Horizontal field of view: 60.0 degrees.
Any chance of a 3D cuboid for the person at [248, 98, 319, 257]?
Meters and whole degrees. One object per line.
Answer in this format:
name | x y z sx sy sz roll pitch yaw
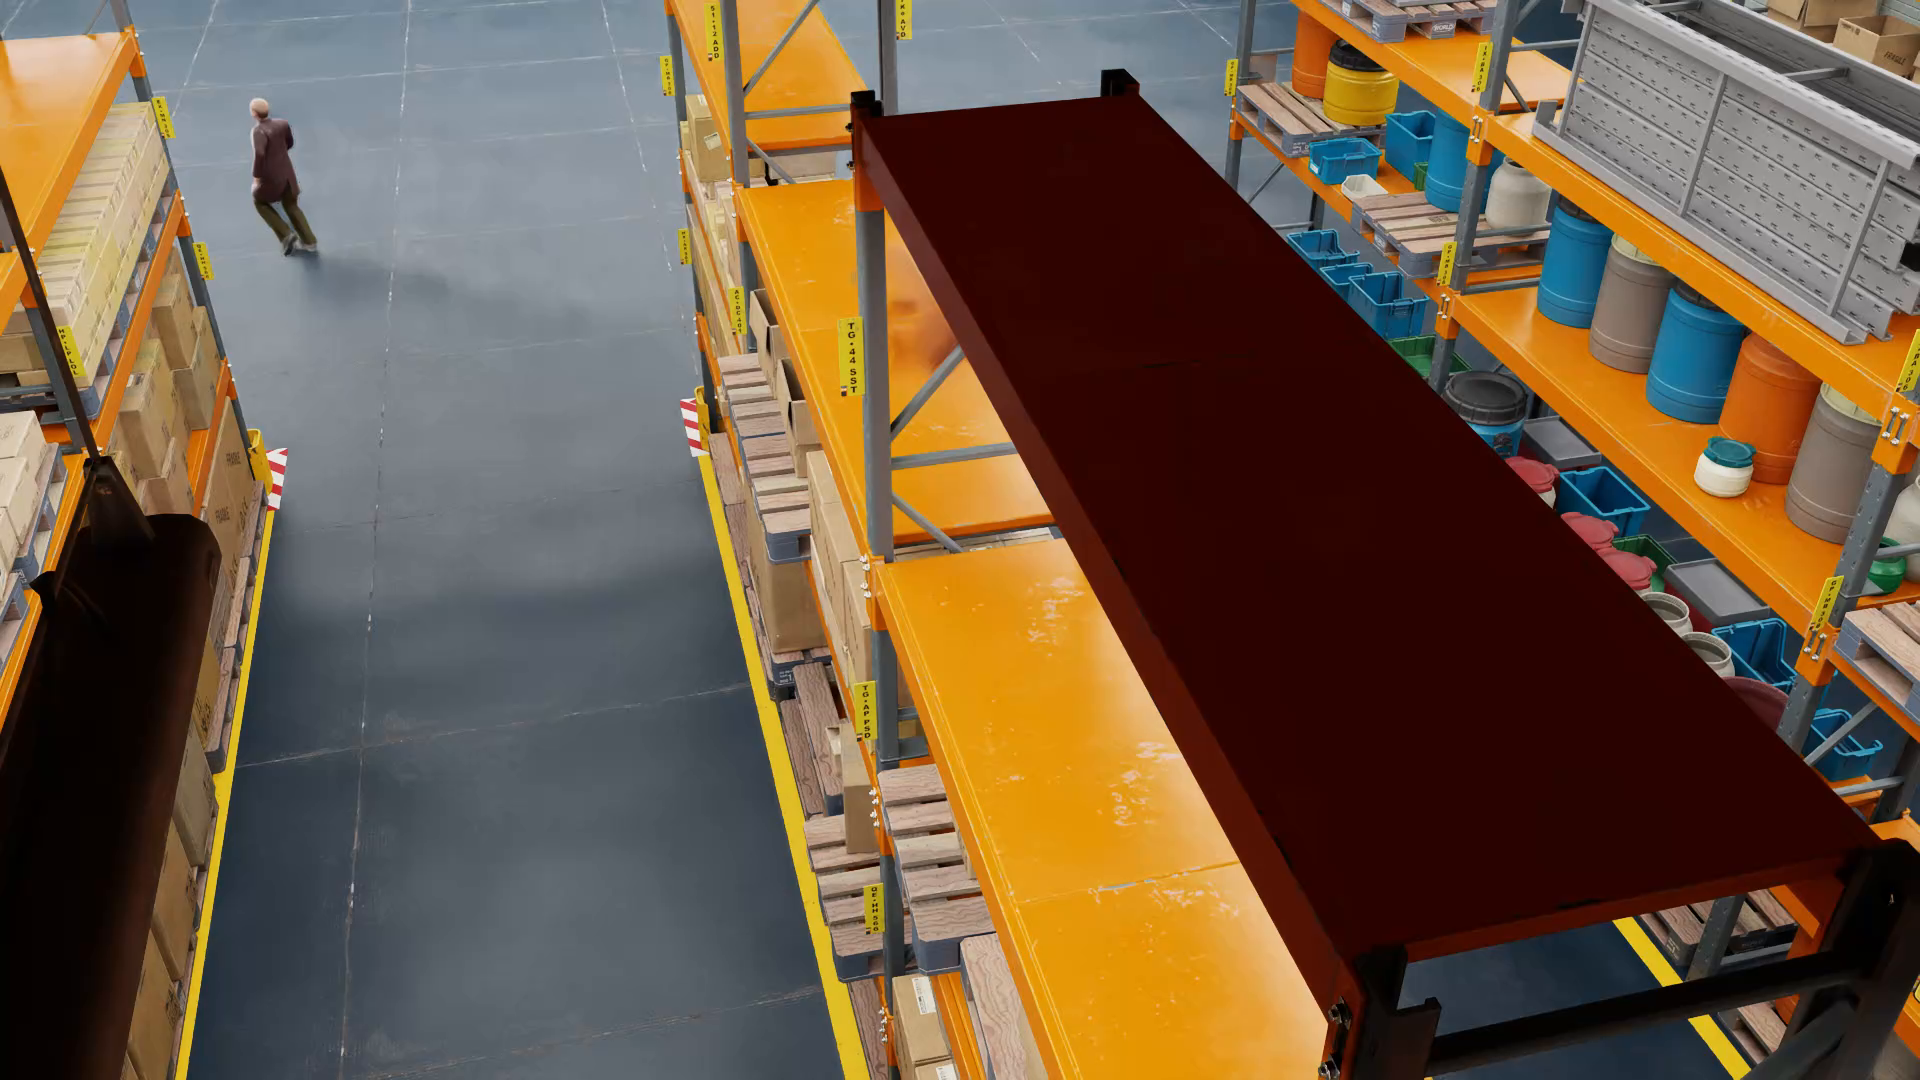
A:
person | -7.591 -4.001 18.398 0.744 1.798 0.718 16 37 22
